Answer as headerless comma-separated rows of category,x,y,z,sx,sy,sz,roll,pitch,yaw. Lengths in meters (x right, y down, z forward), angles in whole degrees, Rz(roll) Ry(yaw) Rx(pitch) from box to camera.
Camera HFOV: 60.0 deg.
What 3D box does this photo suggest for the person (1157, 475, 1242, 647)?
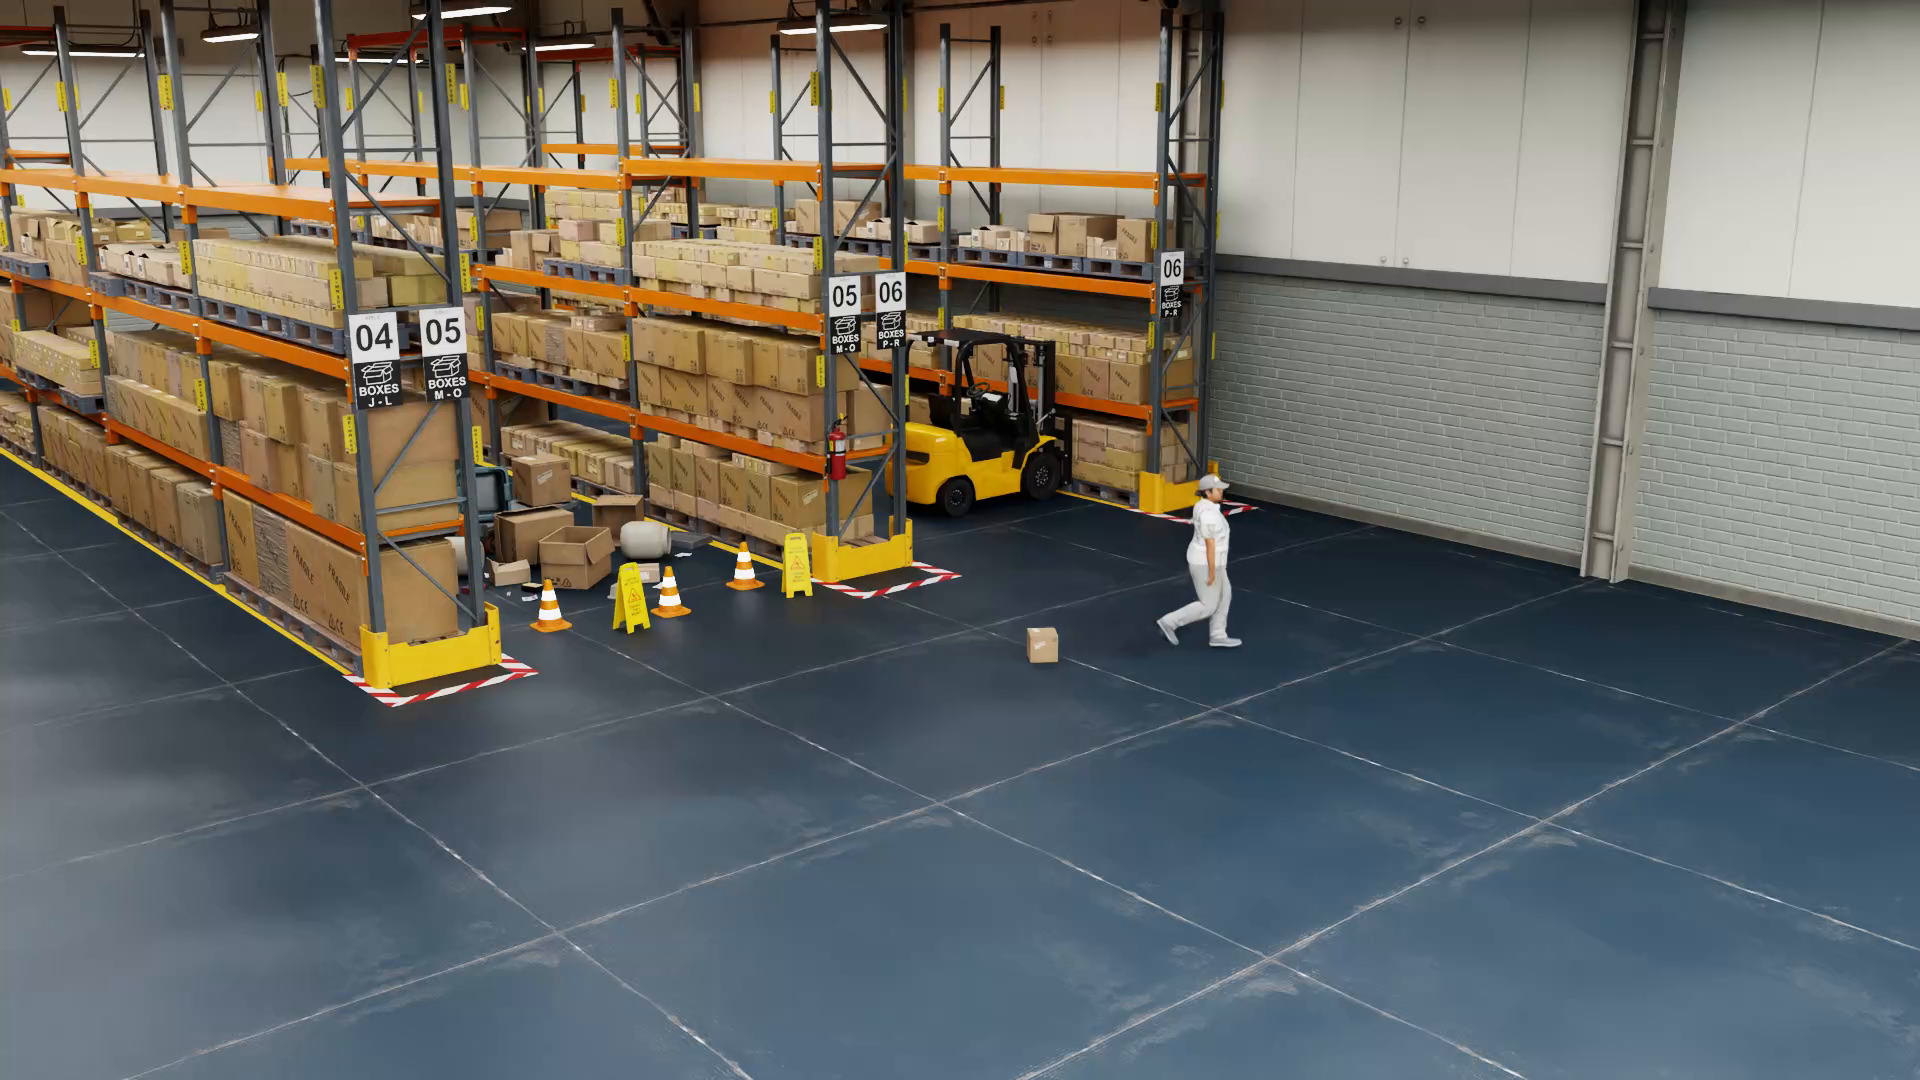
person,2.206,0.203,15.148,0.790,1.626,0.501,1,14,5
